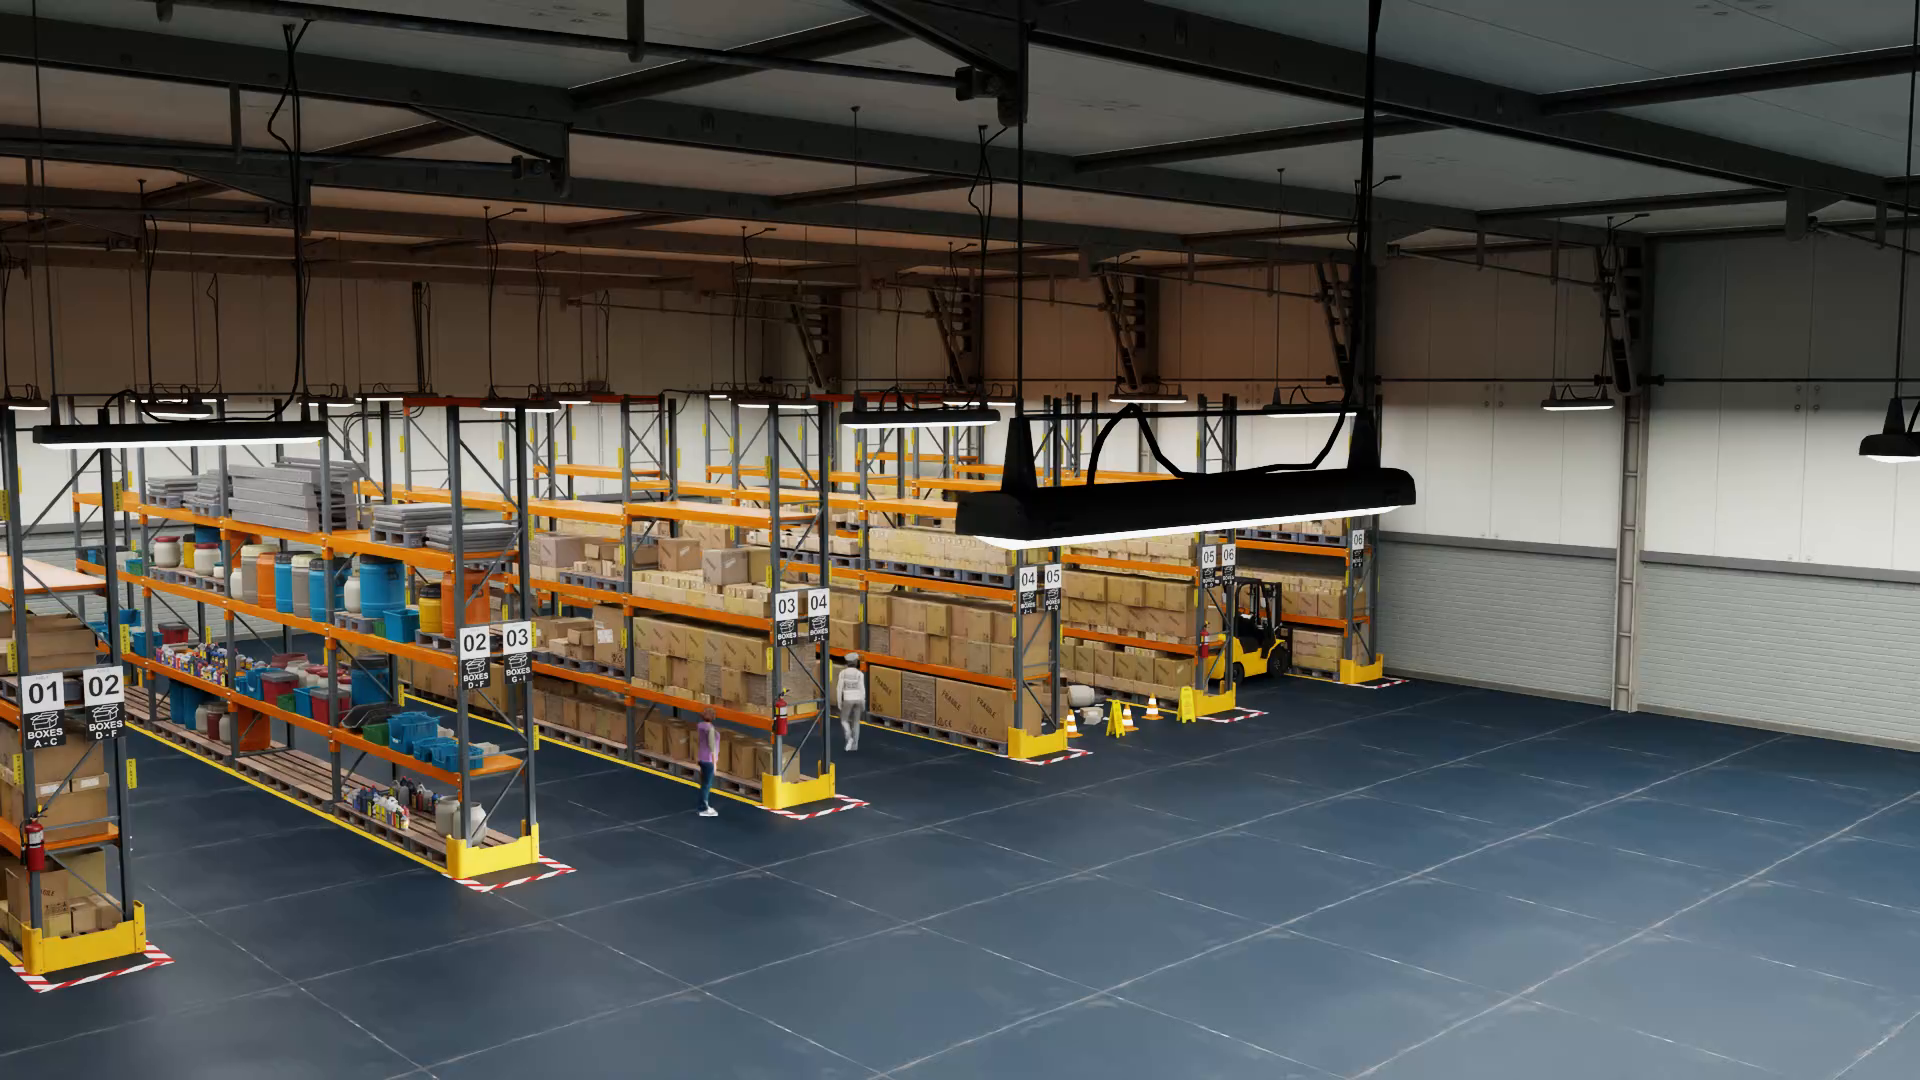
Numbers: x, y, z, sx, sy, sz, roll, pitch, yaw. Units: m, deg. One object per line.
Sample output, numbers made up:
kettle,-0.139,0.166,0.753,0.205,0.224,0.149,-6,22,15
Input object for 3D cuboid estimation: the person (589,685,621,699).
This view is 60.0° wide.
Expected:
person,-6.988,2.284,32.549,0.478,1.729,0.978,-4,7,-37

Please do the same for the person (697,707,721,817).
person,-3.650,3.207,24.124,0.338,1.606,0.511,-2,6,-24

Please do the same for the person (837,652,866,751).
person,-1.841,2.758,28.222,0.482,1.671,0.507,-1,6,-10
